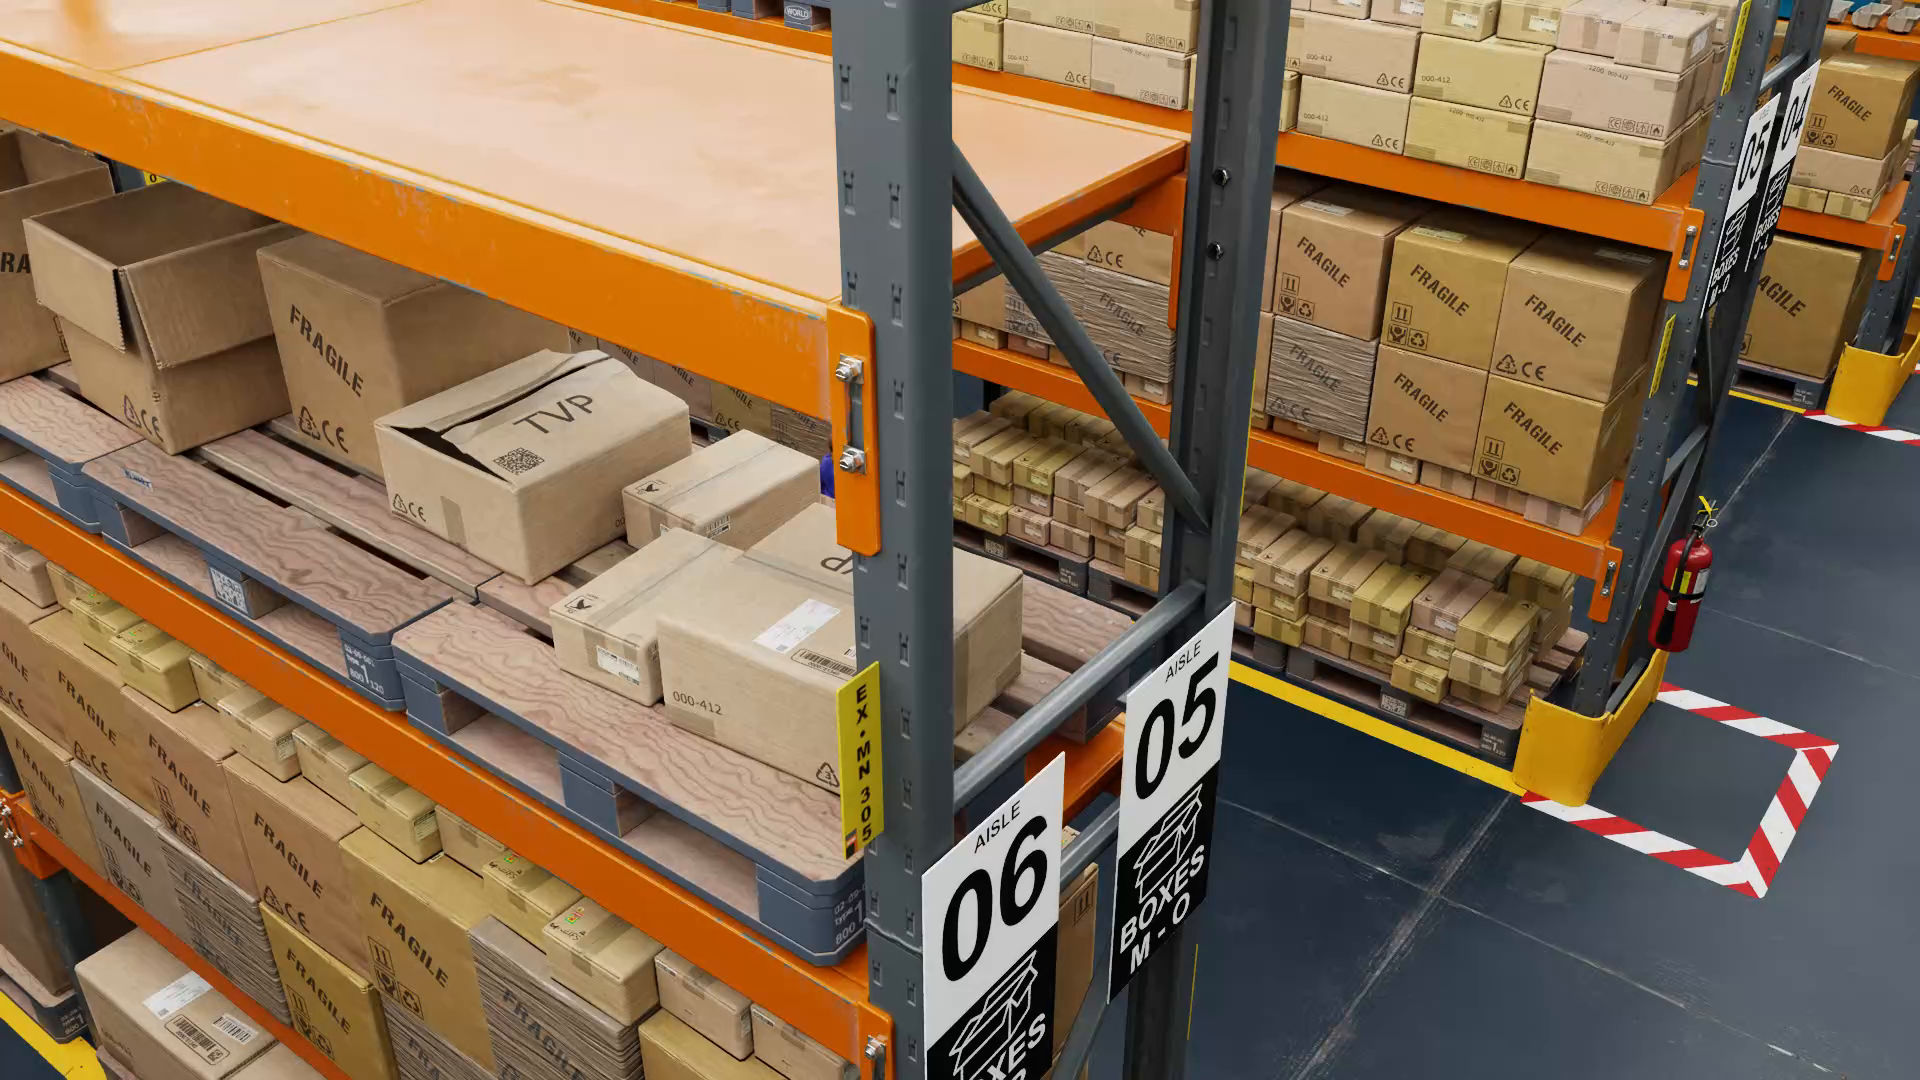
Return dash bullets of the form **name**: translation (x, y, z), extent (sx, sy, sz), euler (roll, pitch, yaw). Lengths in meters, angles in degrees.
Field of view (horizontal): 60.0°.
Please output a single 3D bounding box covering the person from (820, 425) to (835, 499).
- **person**: translation (-0.484, 0.120, 7.885), extent (0.505, 1.655, 0.347), euler (22, 37, 31)
